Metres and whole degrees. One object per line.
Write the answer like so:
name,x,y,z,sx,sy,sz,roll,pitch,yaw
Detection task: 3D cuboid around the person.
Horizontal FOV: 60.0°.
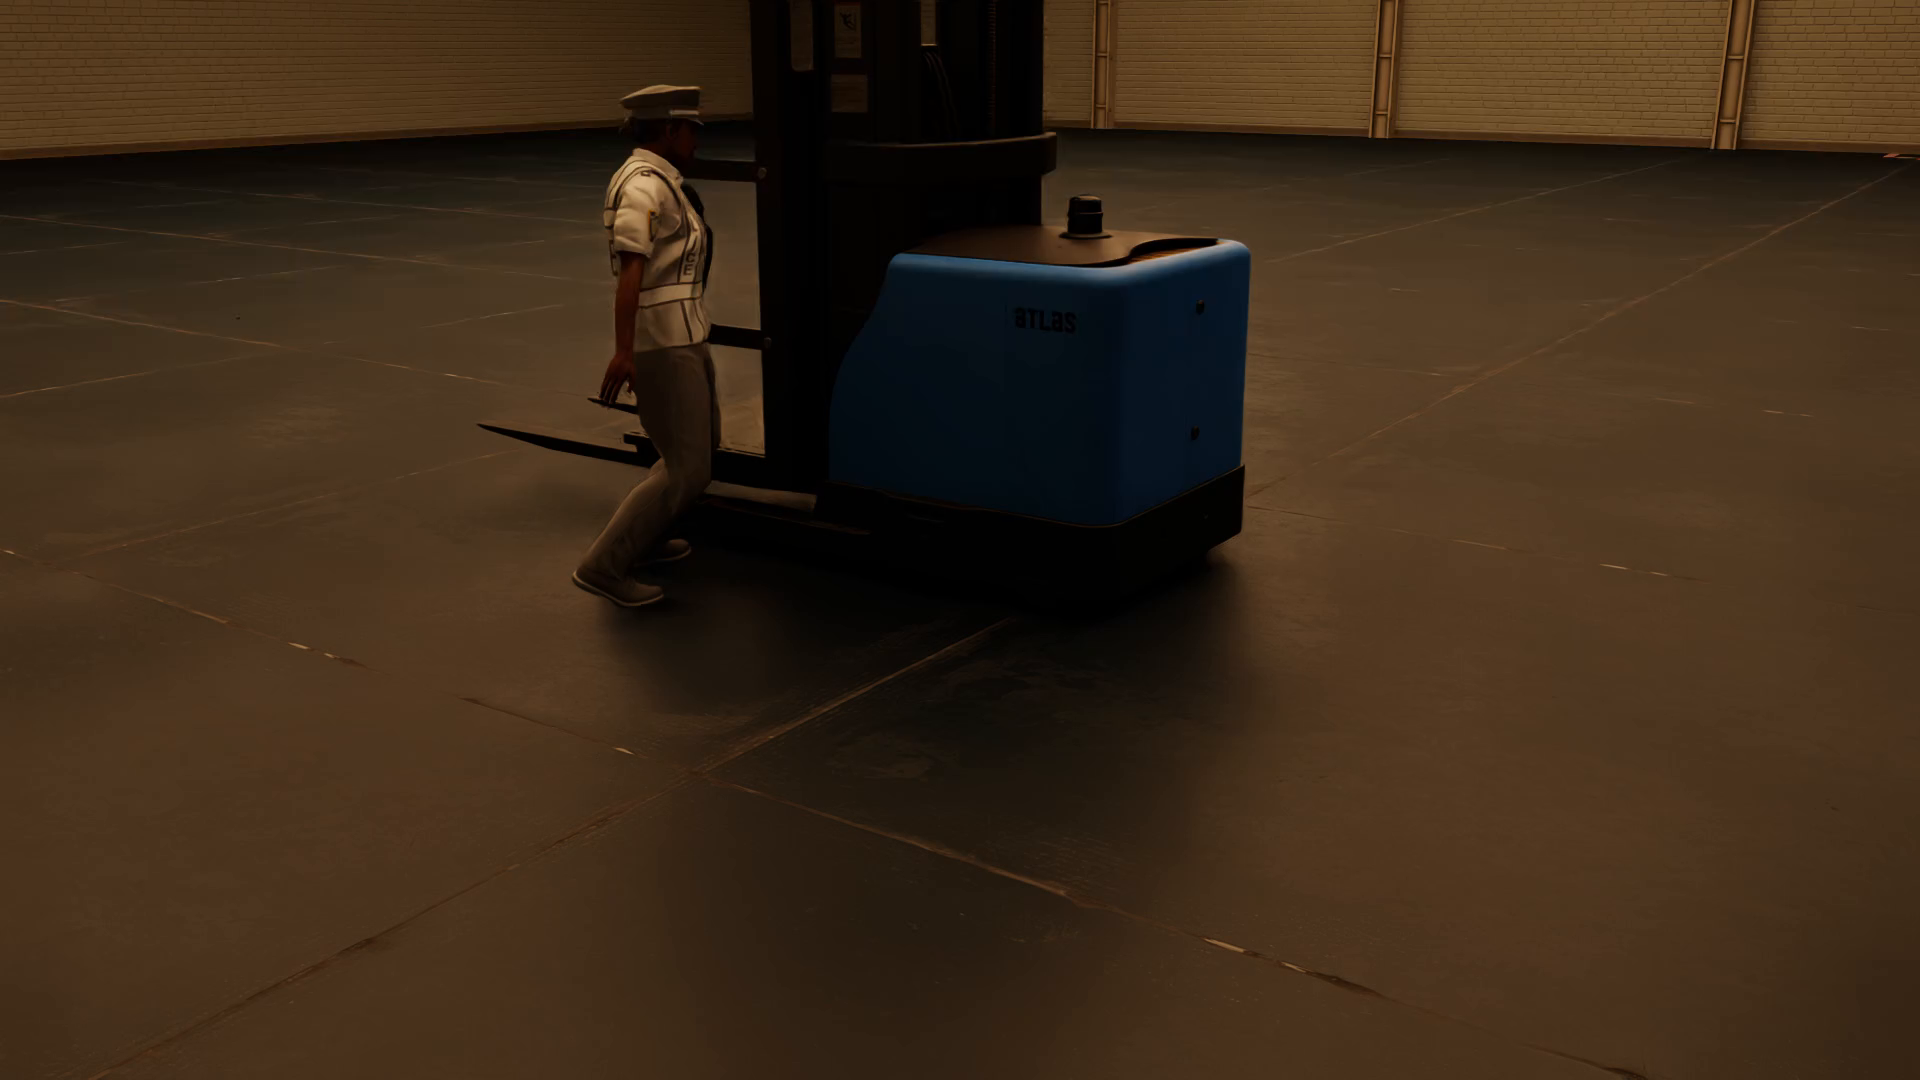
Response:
person,-1.005,-0.600,5.212,0.466,1.592,0.818,-1,17,-5

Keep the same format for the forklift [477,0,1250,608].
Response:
forklift,-0.525,-1.500,5.848,3.031,2.935,1.130,11,20,32
